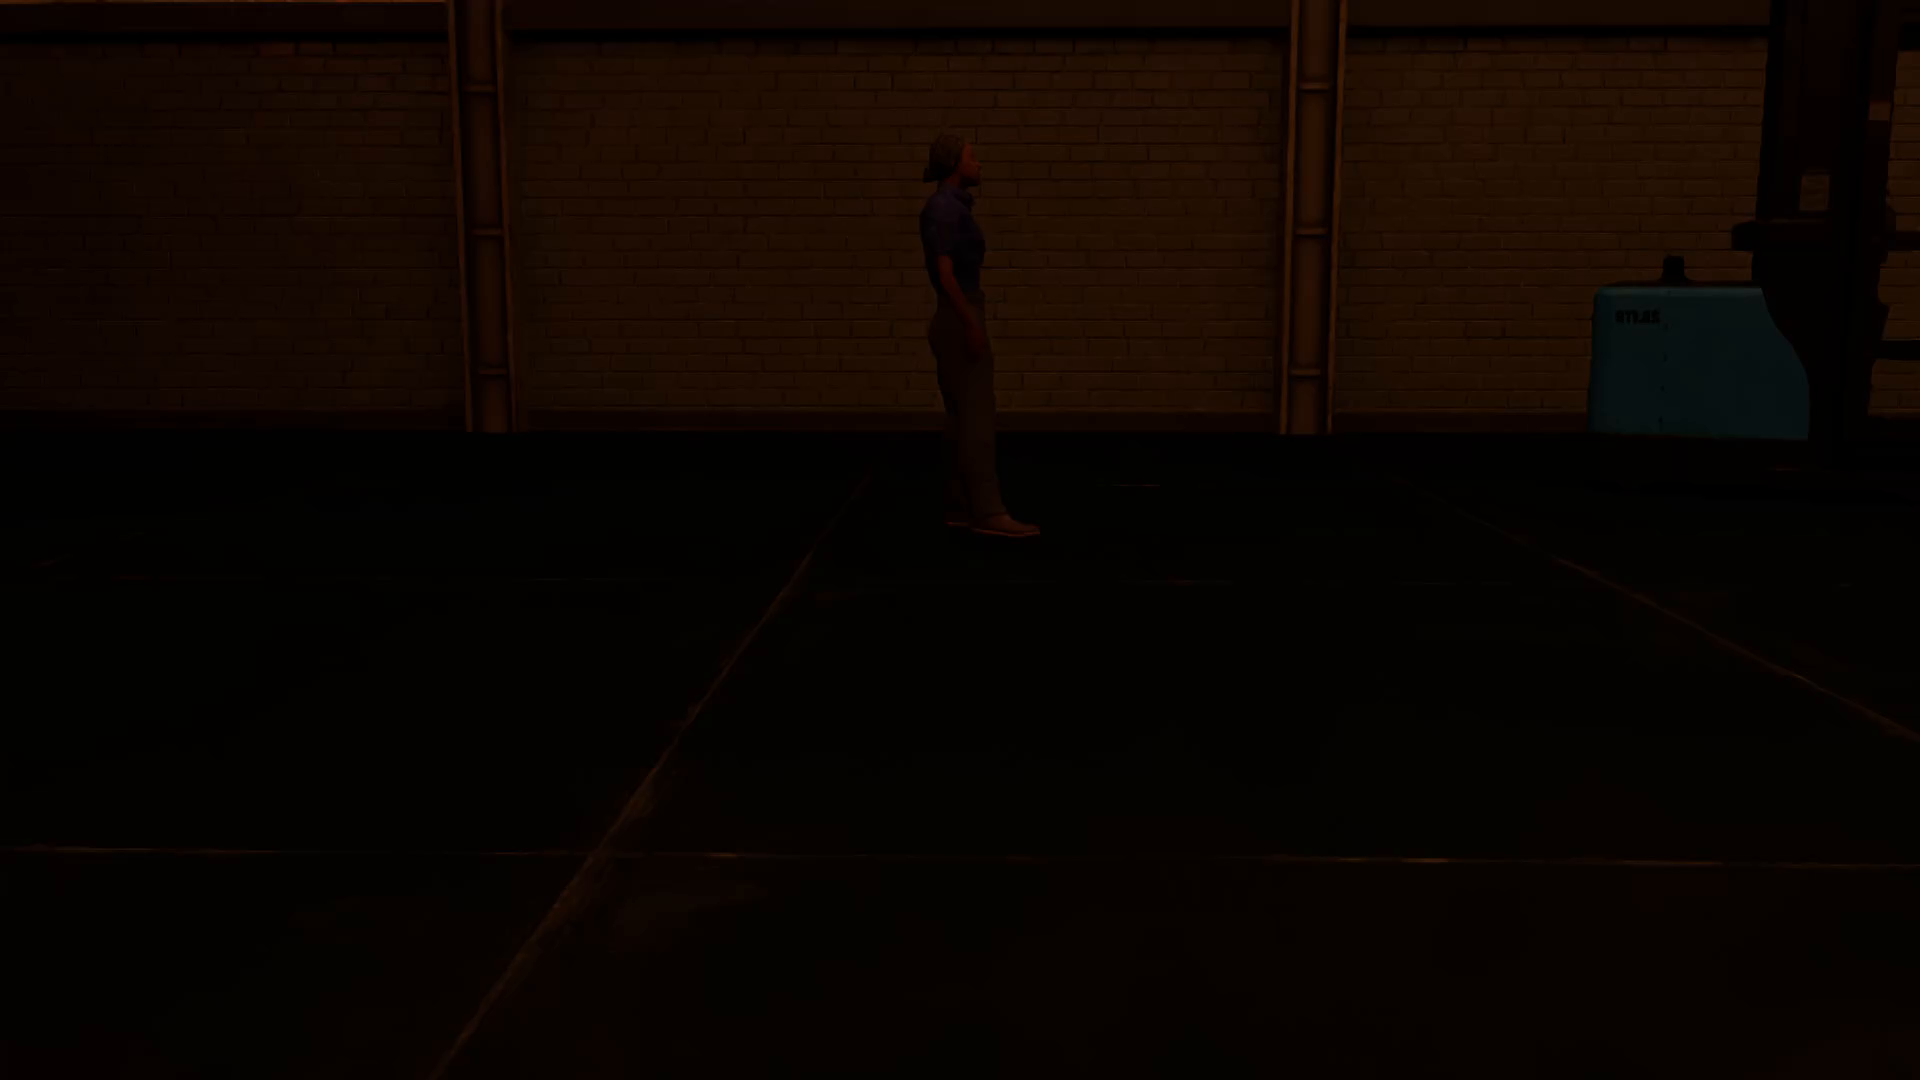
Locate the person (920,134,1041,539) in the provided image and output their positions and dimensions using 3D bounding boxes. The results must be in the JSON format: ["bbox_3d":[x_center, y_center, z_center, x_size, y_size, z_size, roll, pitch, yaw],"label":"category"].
[{"bbox_3d":[0.087,-0.858,6.974,0.504,1.647,0.570,0,9,1],"label":"person"}]

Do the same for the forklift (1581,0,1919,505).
[{"bbox_3d":[4.884,-1.694,8.513,3.031,2.935,1.130,3,9,21],"label":"forklift"}]
